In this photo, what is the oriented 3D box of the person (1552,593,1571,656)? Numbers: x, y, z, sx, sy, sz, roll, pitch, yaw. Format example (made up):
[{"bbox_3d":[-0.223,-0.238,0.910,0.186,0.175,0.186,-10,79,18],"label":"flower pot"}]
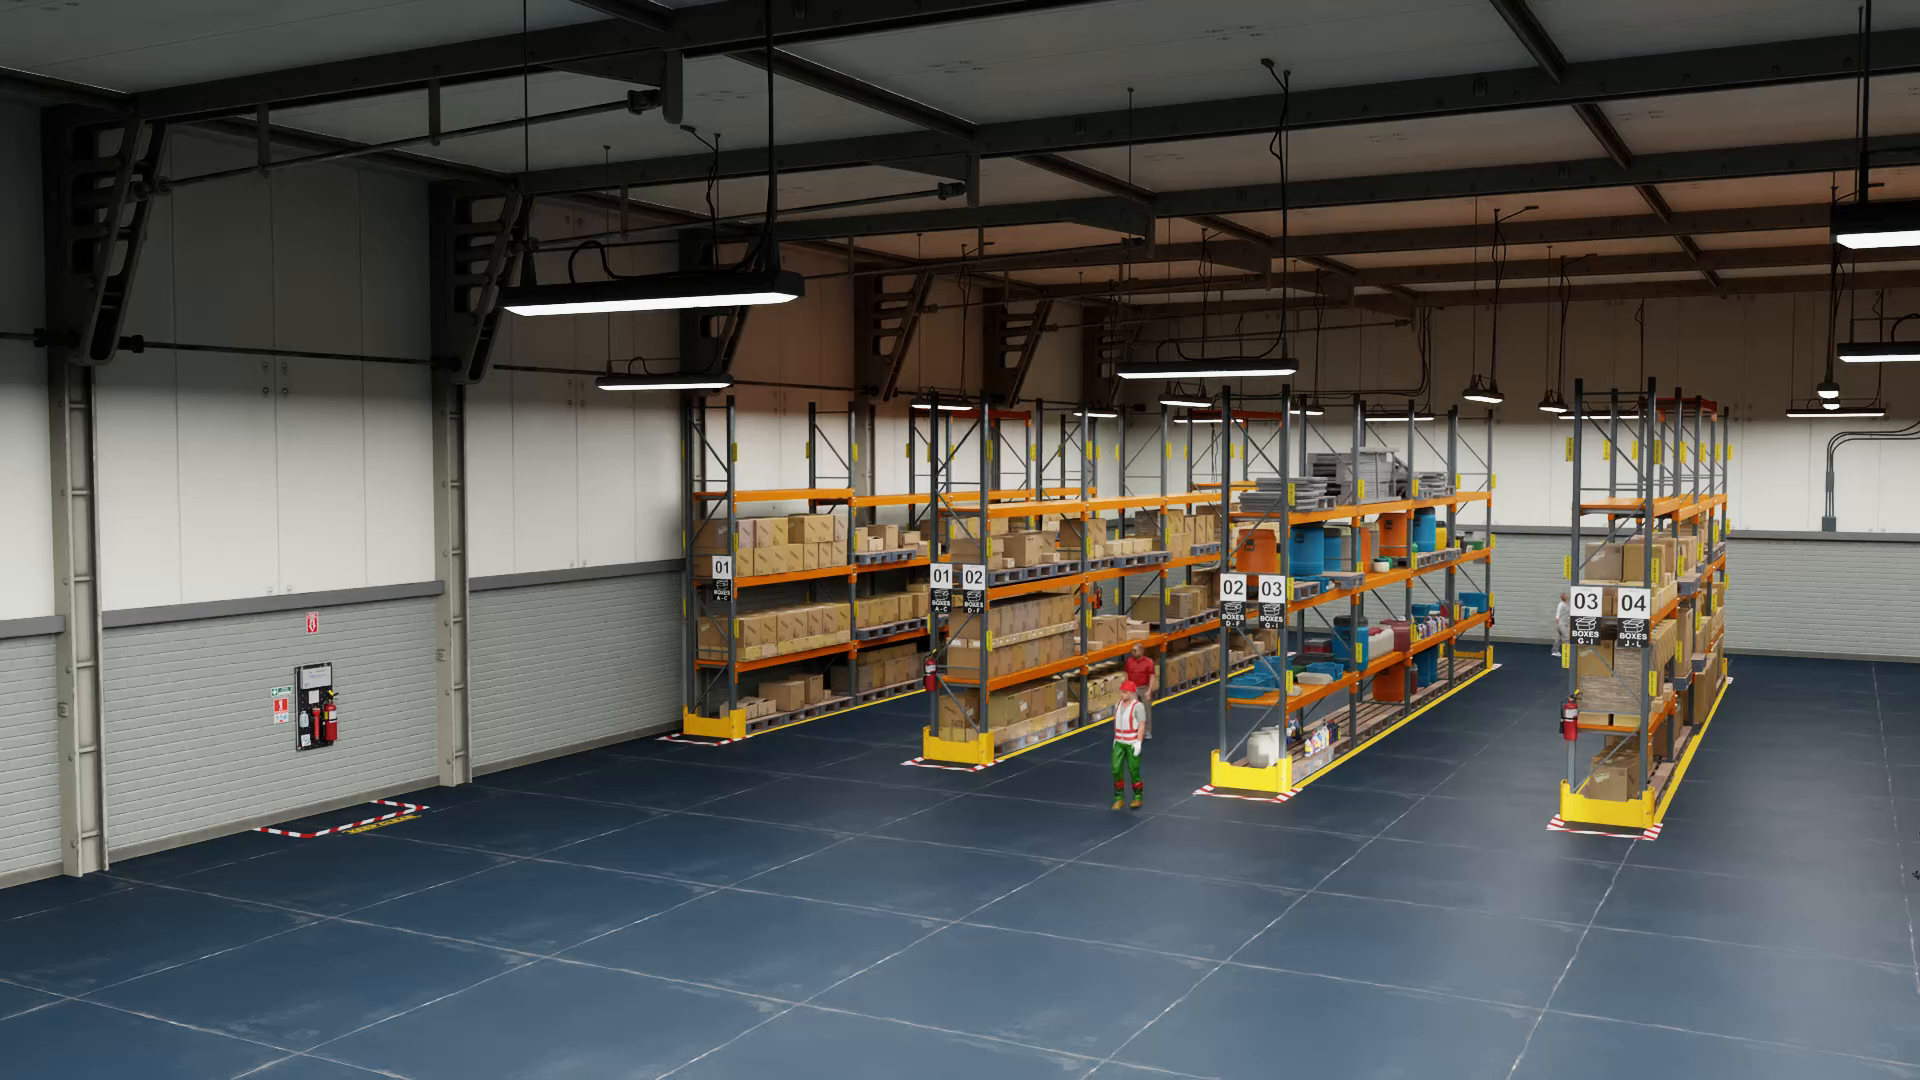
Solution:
[{"bbox_3d":[14.774,2.070,40.538,0.467,1.578,0.707,-3,4,-42],"label":"person"}]

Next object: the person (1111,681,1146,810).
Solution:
[{"bbox_3d":[2.361,2.901,23.363,0.618,1.855,0.506,3,4,44],"label":"person"}]

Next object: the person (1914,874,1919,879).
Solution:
[{"bbox_3d":[11.480,3.147,19.288,0.531,1.758,0.571,0,3,4],"label":"person"}]

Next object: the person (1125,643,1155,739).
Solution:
[{"bbox_3d":[3.084,2.625,28.662,0.563,1.691,0.932,1,3,19],"label":"person"}]
